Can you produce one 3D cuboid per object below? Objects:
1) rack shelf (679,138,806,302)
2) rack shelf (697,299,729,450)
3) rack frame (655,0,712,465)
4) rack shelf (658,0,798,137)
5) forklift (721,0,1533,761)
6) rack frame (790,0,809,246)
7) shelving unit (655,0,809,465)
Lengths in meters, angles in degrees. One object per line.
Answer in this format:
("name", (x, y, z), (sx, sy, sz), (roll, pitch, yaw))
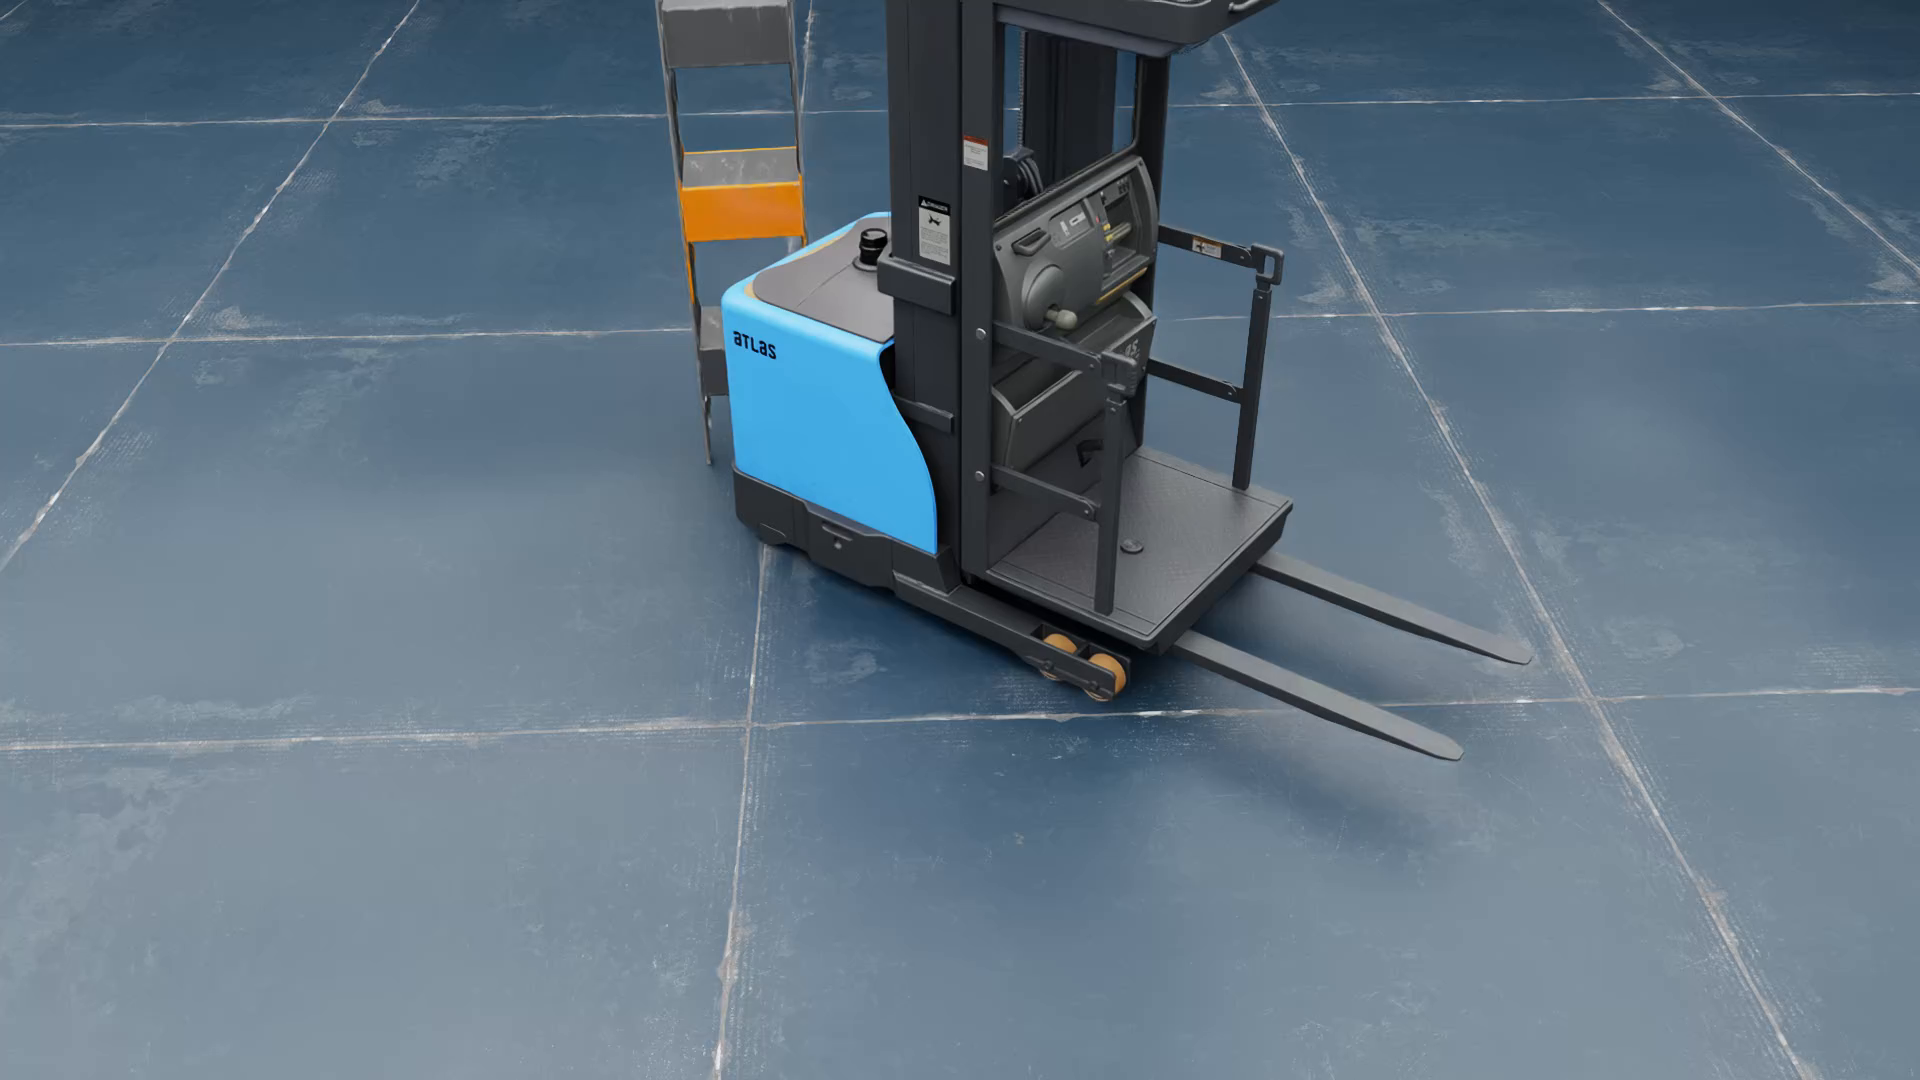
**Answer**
("rack shelf", (-0.881, -1.314, 6.818), (0.480, 0.518, 0.431), (-4, 34, -5))
("rack shelf", (-0.873, -0.734, 7.210), (0.480, 0.518, 0.431), (-4, 34, -5))
("rack frame", (-1.123, -1.308, 6.789), (0.015, 2.100, 0.400), (-4, 34, -5))
("rack shelf", (-0.889, -1.895, 6.427), (0.480, 0.518, 0.431), (-4, 34, -5))
("forklift", (0.575, -0.976, 5.585), (3.031, 2.935, 1.130), (23, 41, 29))
("rack frame", (-0.639, -1.344, 6.832), (0.015, 2.100, 0.400), (-4, 34, -5))
("shelving unit", (-0.881, -1.326, 6.811), (0.503, 2.100, 0.431), (-4, 34, -5))
